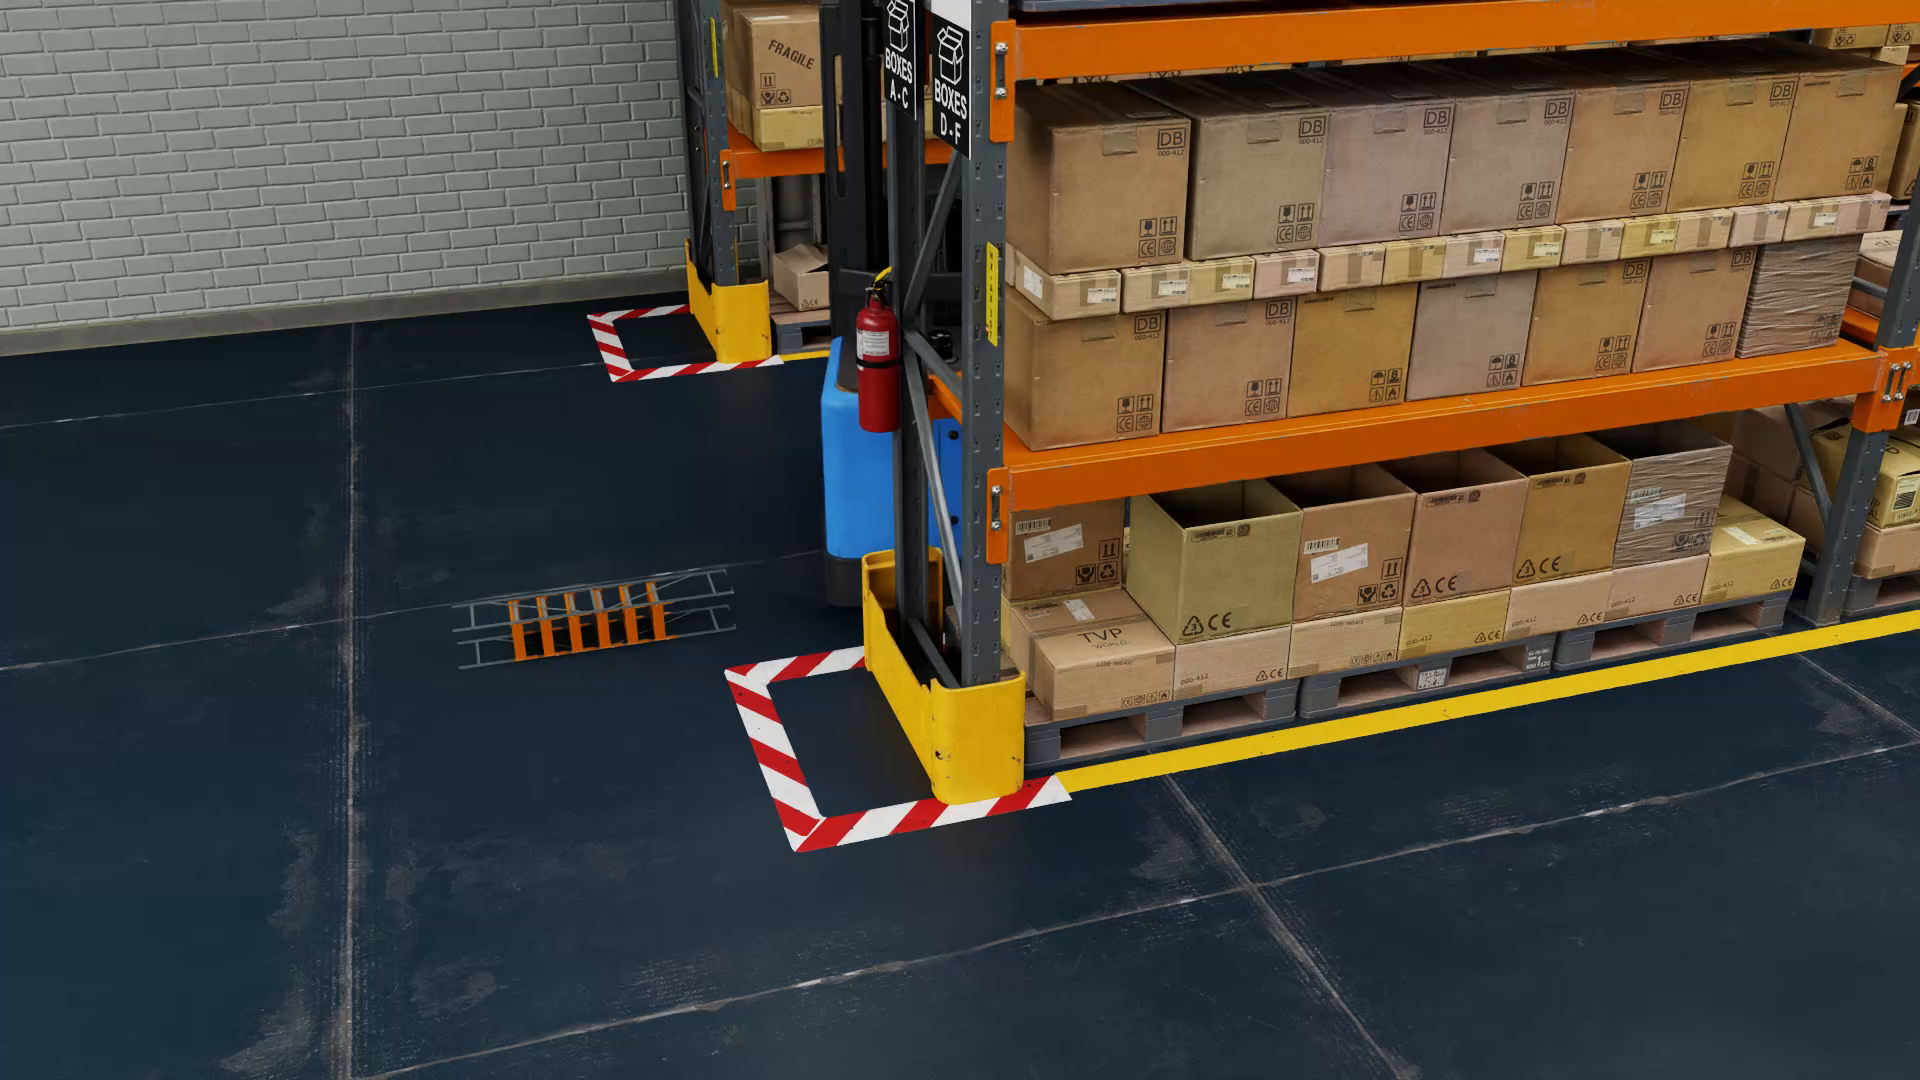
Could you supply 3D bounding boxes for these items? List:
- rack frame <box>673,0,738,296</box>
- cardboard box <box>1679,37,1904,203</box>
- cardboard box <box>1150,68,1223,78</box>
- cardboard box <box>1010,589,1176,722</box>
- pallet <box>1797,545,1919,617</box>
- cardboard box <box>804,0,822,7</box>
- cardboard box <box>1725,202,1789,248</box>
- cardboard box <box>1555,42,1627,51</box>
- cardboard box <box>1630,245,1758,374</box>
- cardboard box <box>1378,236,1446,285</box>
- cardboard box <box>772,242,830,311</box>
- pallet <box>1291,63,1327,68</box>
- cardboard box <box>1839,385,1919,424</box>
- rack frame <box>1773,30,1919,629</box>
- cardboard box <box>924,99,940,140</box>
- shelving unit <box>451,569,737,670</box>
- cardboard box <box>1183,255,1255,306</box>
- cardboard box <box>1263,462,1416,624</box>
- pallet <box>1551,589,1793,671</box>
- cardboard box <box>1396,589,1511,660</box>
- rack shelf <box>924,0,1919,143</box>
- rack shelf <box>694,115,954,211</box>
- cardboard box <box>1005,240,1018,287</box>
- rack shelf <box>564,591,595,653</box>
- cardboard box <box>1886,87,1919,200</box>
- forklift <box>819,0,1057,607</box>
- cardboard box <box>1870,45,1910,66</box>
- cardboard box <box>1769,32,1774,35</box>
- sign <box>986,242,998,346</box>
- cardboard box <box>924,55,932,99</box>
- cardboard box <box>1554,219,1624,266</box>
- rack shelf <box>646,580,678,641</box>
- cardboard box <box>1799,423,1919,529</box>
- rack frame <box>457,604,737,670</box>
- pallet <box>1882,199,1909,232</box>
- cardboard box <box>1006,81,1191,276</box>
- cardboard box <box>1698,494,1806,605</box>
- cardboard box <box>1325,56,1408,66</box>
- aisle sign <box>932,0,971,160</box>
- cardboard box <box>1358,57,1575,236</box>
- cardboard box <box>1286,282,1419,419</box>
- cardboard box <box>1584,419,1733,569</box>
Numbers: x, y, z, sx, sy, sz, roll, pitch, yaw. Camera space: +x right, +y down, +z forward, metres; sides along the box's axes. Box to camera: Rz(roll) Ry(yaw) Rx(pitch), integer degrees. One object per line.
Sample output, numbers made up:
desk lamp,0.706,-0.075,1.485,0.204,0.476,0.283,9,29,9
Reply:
rack frame,-1.599,-2.708,10.332,0.127,3.000,1.000,-8,28,-16
cardboard box,3.322,-1.727,6.784,0.500,0.500,0.700,-8,28,-16
cardboard box,1.377,-3.270,10.766,0.500,0.500,0.500,-8,28,-16
cardboard box,0.517,0.450,6.591,0.500,0.250,0.500,-8,28,-16
pallet,4.430,-0.034,8.081,1.213,0.211,1.003,-8,28,-16
cardboard box,-0.735,-3.206,10.637,0.500,0.500,0.500,-8,27,-15
cardboard box,3.065,-1.302,6.657,0.250,0.149,0.380,-9,28,-18
cardboard box,4.386,-3.802,11.927,0.500,0.500,0.700,-8,28,-16
cardboard box,2.822,-1.071,6.921,0.500,0.500,0.700,-9,28,-17
cardboard box,1.602,-1.091,6.232,0.250,0.149,0.380,-9,28,-17
cardboard box,-0.914,-1.758,10.947,0.500,0.311,0.500,-12,29,-22
pallet,2.976,-3.217,11.572,1.213,0.211,1.003,-8,28,-16
cardboard box,4.531,-0.624,8.123,0.500,0.311,0.500,-7,27,-15
rack frame,3.742,-1.165,7.223,0.127,3.000,1.000,-8,28,-16
cardboard box,-0.062,-2.728,10.518,0.500,0.250,0.500,-9,28,-17
shelving unit,-1.607,0.344,7.340,1.200,0.189,0.258,-8,27,-15
cardboard box,0.866,-0.984,6.016,0.250,0.149,0.380,-8,28,-16
cardboard box,1.463,-0.030,6.714,0.500,0.500,0.500,-8,28,-16
pallet,2.972,0.176,7.658,1.213,0.211,1.003,-8,28,-16
cardboard box,1.944,0.244,7.006,0.500,0.250,0.500,-8,28,-16
rack shelf,1.840,-1.911,6.162,4.000,0.370,1.077,-8,28,-16
rack shelf,0.302,-2.661,11.046,4.000,0.370,1.077,-8,28,-16
cardboard box,0.242,-1.083,6.216,0.250,0.149,0.380,-9,28,-17
rack shelf,-1.679,0.354,7.320,0.103,0.180,0.258,-8,27,-15
cardboard box,7.582,-3.199,13.265,0.750,0.750,0.750,-8,28,-16
forklift,-0.097,-1.620,8.218,1.130,2.935,3.031,0,26,0
cardboard box,6.913,-3.685,12.560,0.250,0.149,0.380,-7,27,-15
cardboard box,6.375,-4.173,12.813,0.500,0.500,0.500,-8,28,-16
sign,0.104,-0.802,5.429,0.005,0.325,0.100,-8,28,-16
cardboard box,-0.086,-3.057,10.337,0.500,0.500,0.500,-9,28,-18
cardboard box,2.342,-1.198,6.448,0.250,0.149,0.380,-7,27,-15
rack shelf,-1.335,0.307,7.414,0.103,0.180,0.258,-8,27,-15
cardboard box,4.212,-0.324,7.519,0.500,0.311,0.500,-8,28,-16
rack frame,-1.607,0.426,7.380,1.200,0.006,0.240,-8,27,-15
pallet,6.780,-2.637,13.325,1.213,0.211,1.003,-8,28,-16
cardboard box,0.436,-1.306,5.936,0.500,0.500,0.700,-8,28,-16
cardboard box,3.368,0.035,7.427,0.500,0.250,0.500,-8,28,-16
cardboard box,2.698,-3.556,11.433,0.500,0.500,0.700,-8,28,-16
aisle sign,-0.029,-1.640,5.257,0.004,0.787,0.394,-8,28,-16
cardboard box,1.890,-1.520,6.367,0.500,0.500,0.700,-8,28,-16
cardboard box,1.358,-0.858,6.493,0.500,0.500,0.700,-8,28,-16
cardboard box,2.889,-0.237,7.131,0.500,0.500,0.500,-8,28,-16
